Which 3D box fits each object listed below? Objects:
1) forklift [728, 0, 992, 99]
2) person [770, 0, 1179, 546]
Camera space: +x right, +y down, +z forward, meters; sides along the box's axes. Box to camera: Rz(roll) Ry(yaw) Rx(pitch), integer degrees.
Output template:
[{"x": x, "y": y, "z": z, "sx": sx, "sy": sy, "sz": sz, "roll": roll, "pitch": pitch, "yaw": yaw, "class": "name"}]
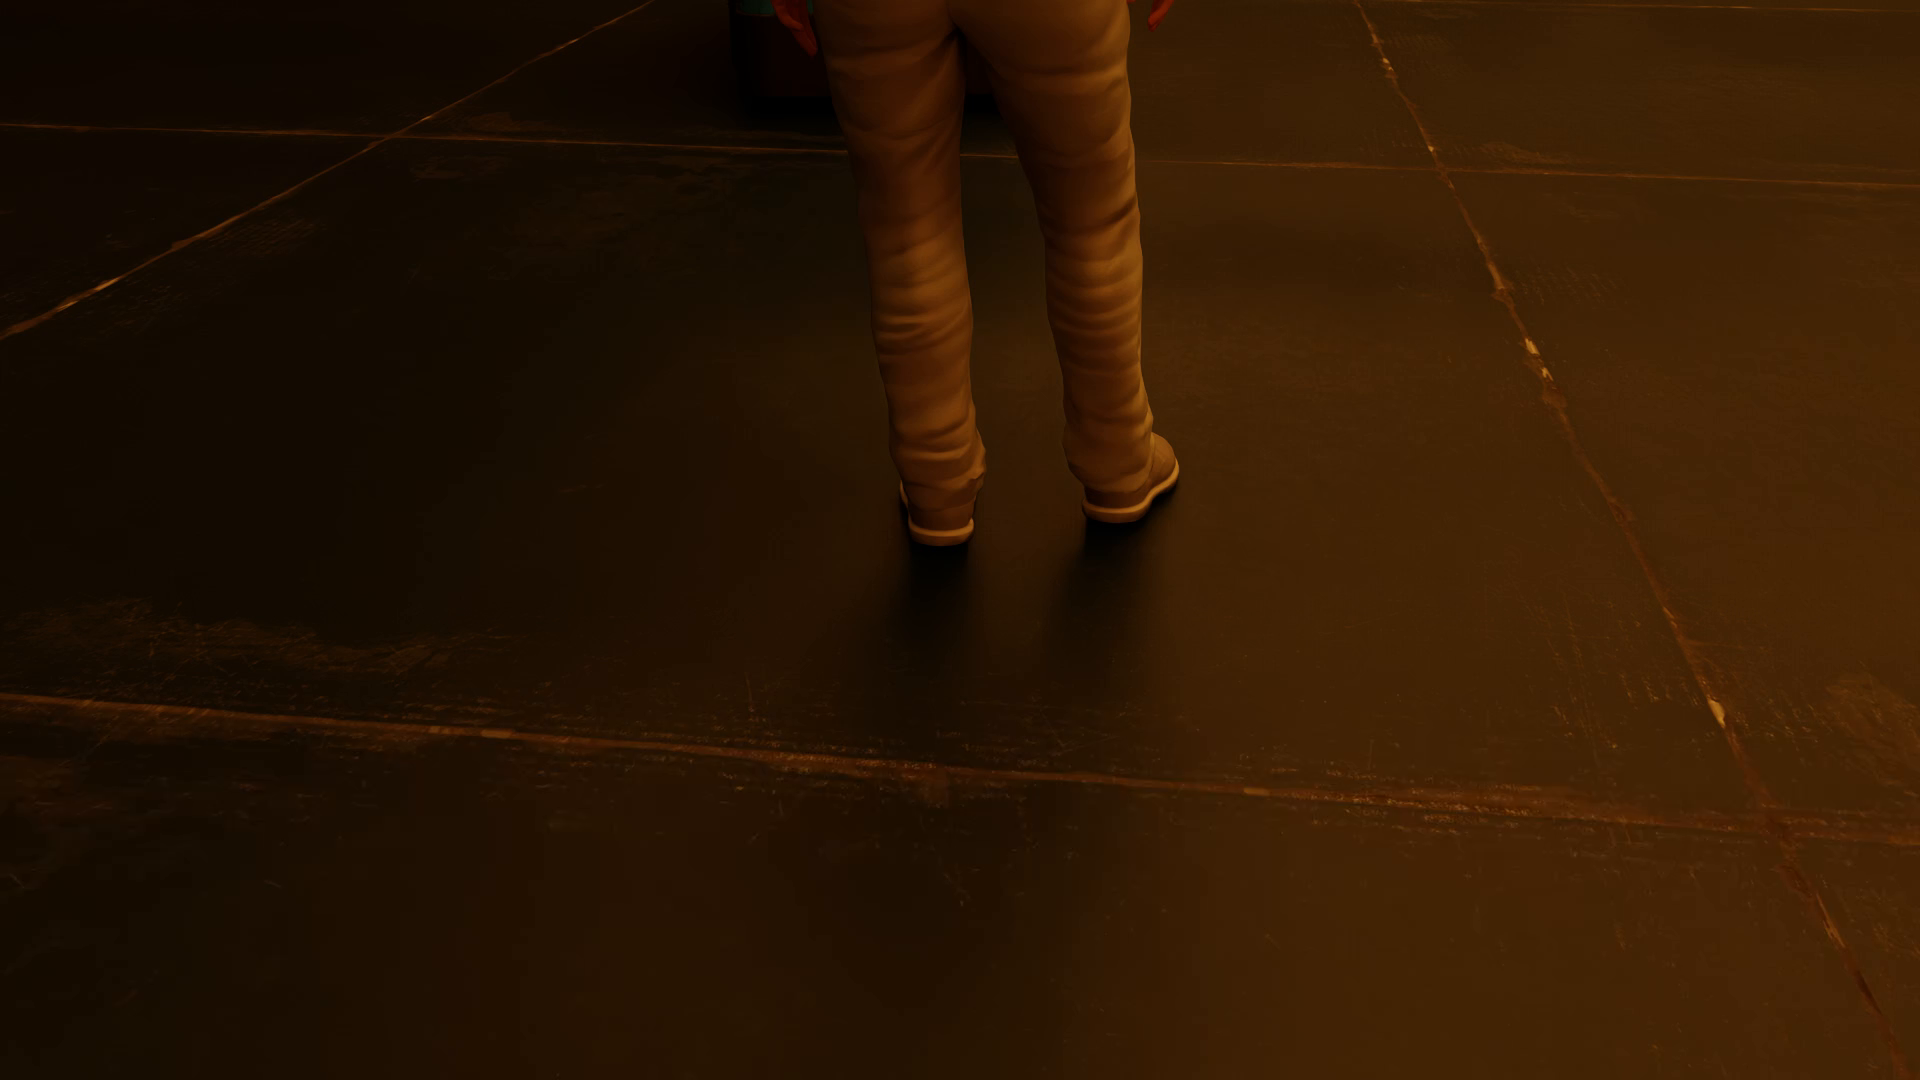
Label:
[{"x": -0.260, "y": -3.267, "z": 5.766, "sx": 1.130, "sy": 2.935, "sz": 3.031, "roll": -2, "pitch": 27, "yaw": -4, "class": "forklift"}, {"x": 0.033, "y": -0.784, "z": 2.190, "sx": 0.598, "sy": 1.670, "sz": 0.529, "roll": 3, "pitch": 27, "yaw": 7, "class": "person"}]
